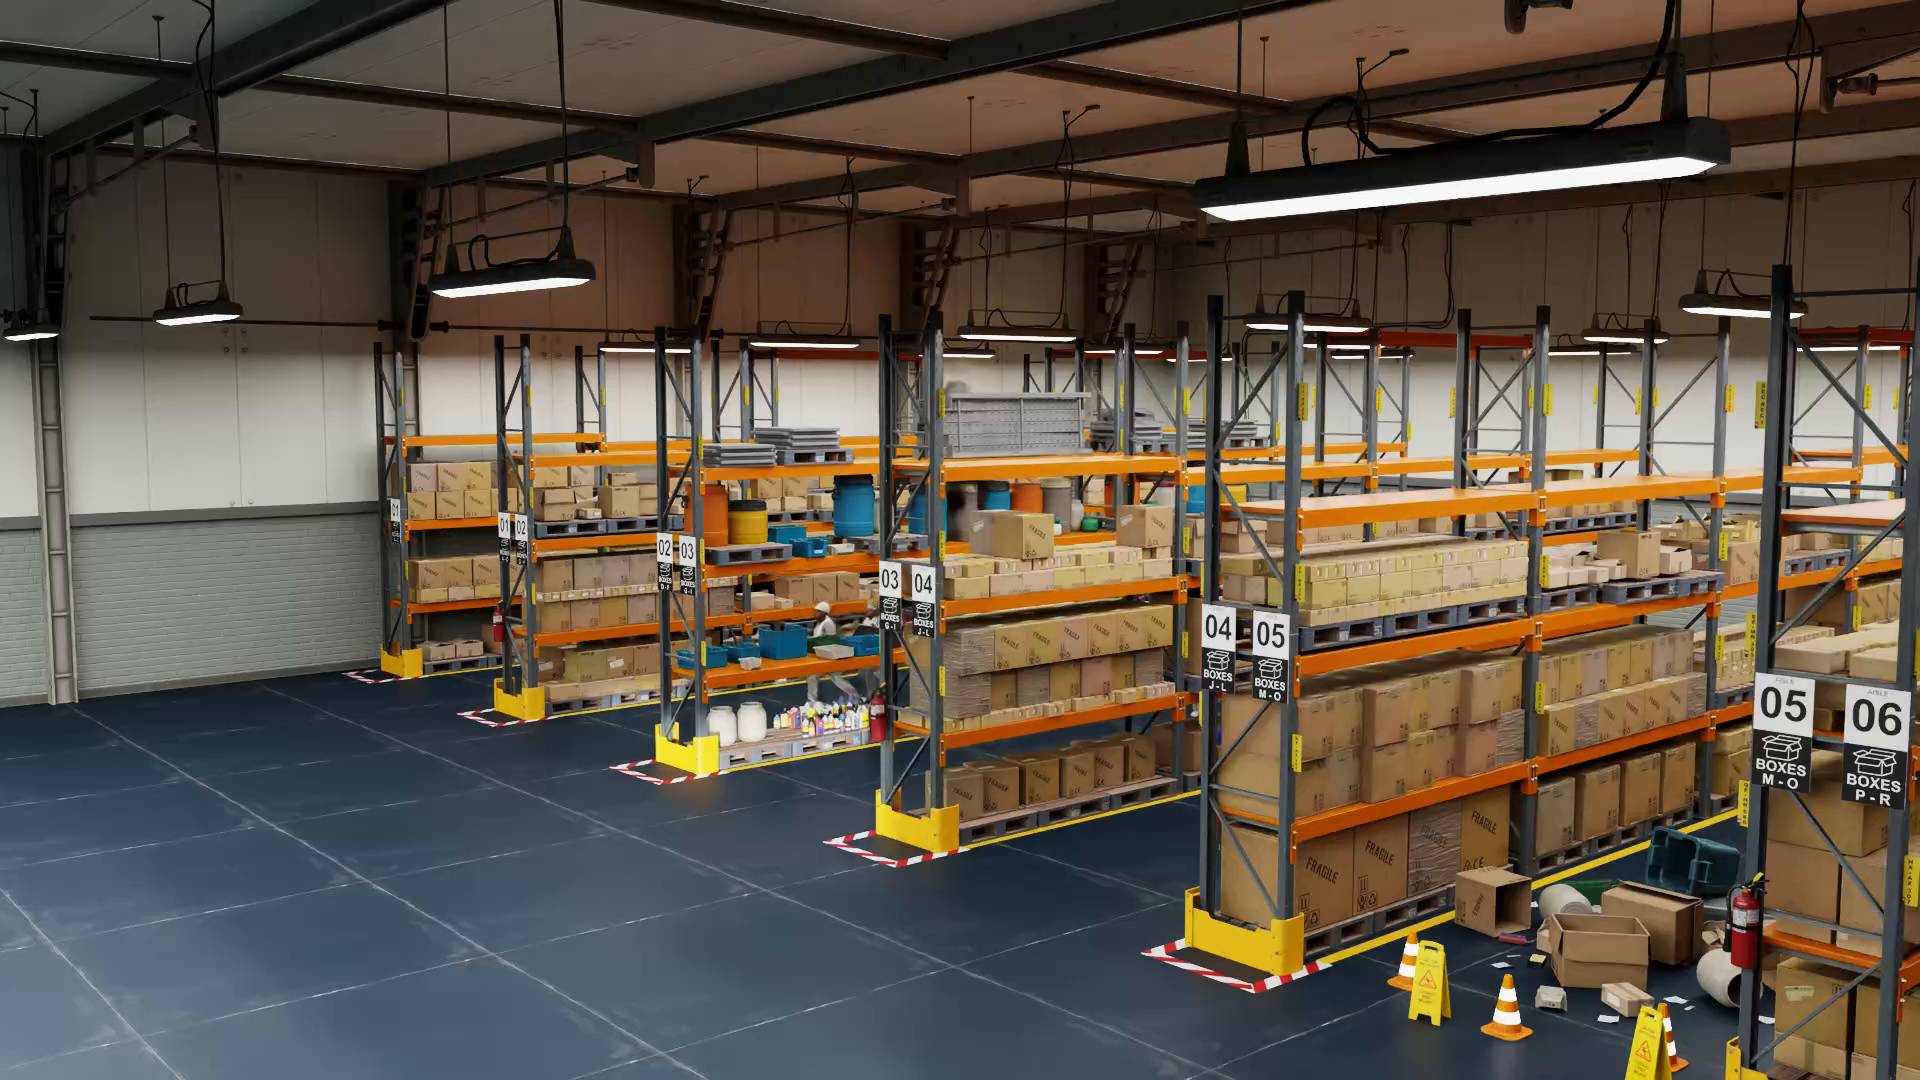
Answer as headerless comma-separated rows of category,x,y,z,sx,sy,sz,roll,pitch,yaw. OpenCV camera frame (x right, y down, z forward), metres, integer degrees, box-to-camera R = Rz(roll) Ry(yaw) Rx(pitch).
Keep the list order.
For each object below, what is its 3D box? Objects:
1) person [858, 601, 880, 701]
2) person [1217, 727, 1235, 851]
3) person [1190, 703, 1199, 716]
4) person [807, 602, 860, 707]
person,-1.427,1.831,27.562,0.562,1.655,0.589,4,7,40
person,3.198,2.676,18.960,0.601,1.615,0.956,2,6,23
person,3.741,1.970,26.273,0.543,1.629,0.566,5,7,43
person,-2.051,1.895,26.391,1.006,1.843,0.632,-3,6,-31
